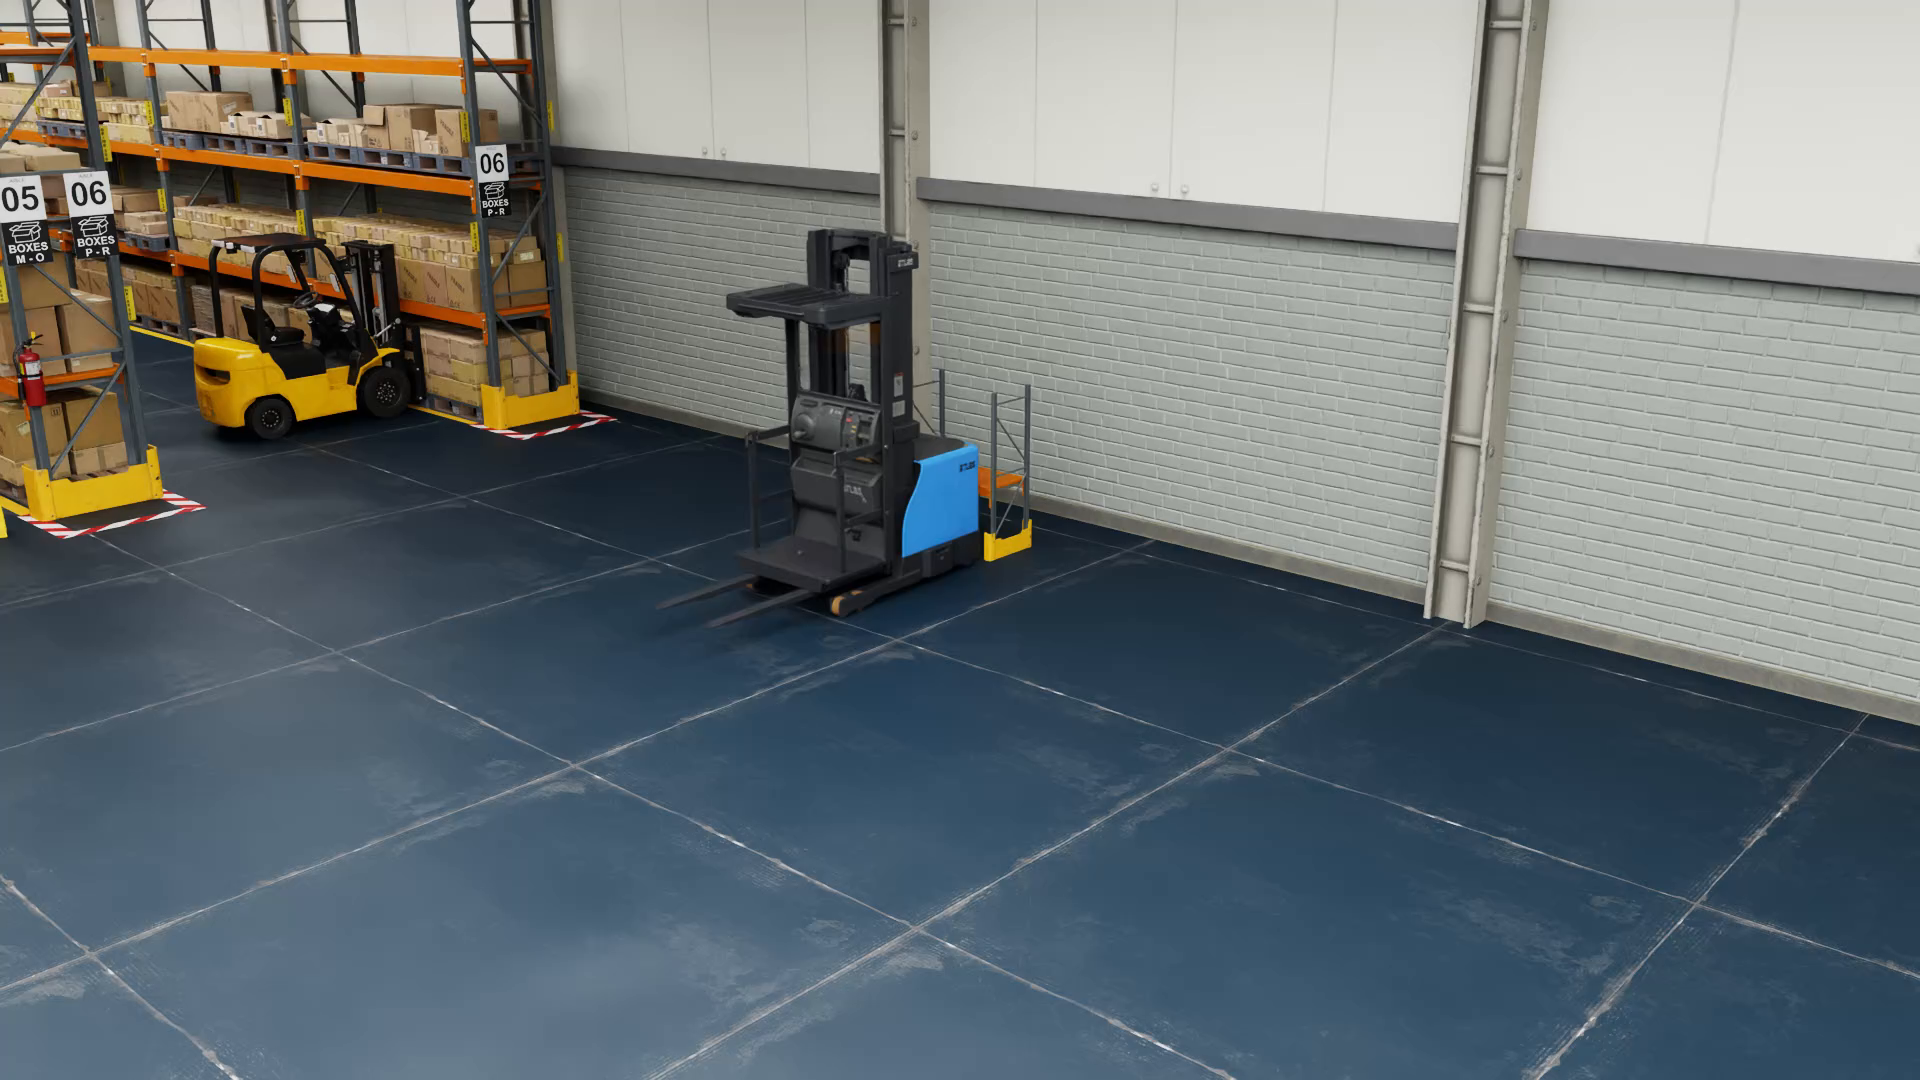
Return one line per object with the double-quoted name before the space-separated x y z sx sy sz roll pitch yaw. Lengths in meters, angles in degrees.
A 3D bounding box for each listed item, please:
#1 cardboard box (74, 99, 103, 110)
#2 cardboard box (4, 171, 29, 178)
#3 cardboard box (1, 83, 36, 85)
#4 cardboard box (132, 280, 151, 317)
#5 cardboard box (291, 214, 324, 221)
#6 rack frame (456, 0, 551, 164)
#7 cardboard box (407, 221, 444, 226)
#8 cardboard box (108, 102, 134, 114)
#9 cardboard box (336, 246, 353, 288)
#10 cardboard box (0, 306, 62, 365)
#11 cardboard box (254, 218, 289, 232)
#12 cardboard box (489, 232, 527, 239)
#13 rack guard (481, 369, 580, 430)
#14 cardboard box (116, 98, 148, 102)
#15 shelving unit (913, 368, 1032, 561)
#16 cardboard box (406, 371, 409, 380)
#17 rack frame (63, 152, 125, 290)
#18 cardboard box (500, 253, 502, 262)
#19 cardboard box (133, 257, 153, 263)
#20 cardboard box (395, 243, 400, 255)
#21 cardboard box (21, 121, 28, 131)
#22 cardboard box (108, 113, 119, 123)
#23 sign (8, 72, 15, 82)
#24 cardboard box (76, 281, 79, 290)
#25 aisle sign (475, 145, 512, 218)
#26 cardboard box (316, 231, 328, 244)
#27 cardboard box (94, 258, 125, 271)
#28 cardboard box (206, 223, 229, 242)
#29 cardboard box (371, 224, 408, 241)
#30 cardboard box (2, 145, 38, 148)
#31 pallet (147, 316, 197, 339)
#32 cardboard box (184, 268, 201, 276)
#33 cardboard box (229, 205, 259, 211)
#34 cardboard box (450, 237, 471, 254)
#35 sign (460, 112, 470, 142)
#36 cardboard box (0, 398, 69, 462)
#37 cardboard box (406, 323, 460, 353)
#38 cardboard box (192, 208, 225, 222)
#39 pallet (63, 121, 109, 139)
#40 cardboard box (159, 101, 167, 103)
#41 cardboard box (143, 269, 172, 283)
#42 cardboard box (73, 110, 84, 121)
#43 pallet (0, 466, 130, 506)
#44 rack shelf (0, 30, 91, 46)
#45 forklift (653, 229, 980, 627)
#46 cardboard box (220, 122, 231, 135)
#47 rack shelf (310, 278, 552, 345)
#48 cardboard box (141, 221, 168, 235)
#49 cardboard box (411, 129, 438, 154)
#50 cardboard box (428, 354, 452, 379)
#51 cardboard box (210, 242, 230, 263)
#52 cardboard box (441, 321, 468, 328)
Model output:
"cardboard box" -13.132 -6.579 25.128 0.250 0.149 0.380 15 23 40
"cardboard box" -8.952 -3.291 15.457 0.500 0.250 0.500 15 23 39
"cardboard box" -16.159 -7.693 28.502 0.500 0.250 0.500 14 22 38
"cardboard box" -12.302 -3.731 25.486 0.500 0.500 0.500 16 24 42
"cardboard box" -8.937 -4.370 22.824 0.250 0.149 0.380 15 23 39
"rack frame" -5.099 -5.732 18.435 0.127 3.000 1.000 15 23 39
"cardboard box" -6.715 -3.914 20.895 0.250 0.149 0.380 15 23 39
"cardboard box" -12.316 -6.381 24.537 0.250 0.149 0.380 14 23 38
"cardboard box" -7.531 -3.474 21.074 0.500 0.500 0.500 16 23 40
"cardboard box" -8.979 -1.985 15.889 0.500 0.500 0.500 15 23 38
"cardboard box" -9.285 -4.249 22.443 0.250 0.149 0.380 14 23 38
"cardboard box" -5.365 -3.555 19.762 0.250 0.149 0.380 16 24 41
"rack guard" -5.081 -1.676 19.706 0.348 0.500 1.175 15 23 39
"cardboard box" -12.602 -6.644 25.332 0.250 0.149 0.380 16 23 41
"shelving unit" 0.057 -0.700 14.975 1.083 1.500 0.587 15 23 39
"cardboard box" -6.797 -2.089 20.724 0.500 0.250 0.500 16 24 41
"rack frame" -14.074 -5.282 26.935 0.127 3.000 1.000 15 23 39
"cardboard box" -5.407 -3.391 19.740 0.250 0.149 0.380 15 23 39
"cardboard box" -13.010 -4.447 26.671 0.250 0.149 0.380 14 22 37
"cardboard box" -6.647 -3.558 20.265 0.250 0.149 0.380 15 23 39
"cardboard box" -14.915 -6.703 26.869 0.250 0.149 0.380 16 24 41
"cardboard box" -12.452 -6.308 24.798 0.250 0.149 0.380 16 24 41
"sign" -16.682 -8.058 29.261 0.005 0.325 0.100 15 23 39
"cardboard box" -14.686 -4.169 27.446 0.250 0.149 0.380 14 22 38
"aisle sign" -5.244 -4.032 18.699 0.004 0.787 0.394 15 23 39
"cardboard box" -8.027 -3.909 21.371 0.250 0.149 0.380 15 23 38
"cardboard box" -13.524 -4.381 26.460 0.250 0.149 0.380 14 22 36
"cardboard box" -10.159 -4.291 23.235 0.500 0.250 0.500 14 23 38
"cardboard box" -7.033 -3.803 20.544 0.250 0.149 0.380 15 23 39
"cardboard box" -9.394 -3.834 16.510 0.250 0.149 0.380 16 24 41
"pallet" -11.615 -3.308 25.325 1.213 0.211 1.003 15 23 39
"cardboard box" -11.685 -4.063 25.460 0.250 0.149 0.380 15 23 40
"cardboard box" -10.281 -4.723 23.936 0.250 0.149 0.380 15 23 39
"cardboard box" -5.712 -3.438 19.395 0.250 0.149 0.380 15 23 39
"sign" -5.469 -4.567 18.389 0.005 0.325 0.100 15 23 39
"cardboard box" -9.163 -1.098 16.362 0.500 0.500 0.500 15 23 40
"cardboard box" -6.420 -2.461 20.244 0.500 0.250 0.500 15 23 40
"cardboard box" -10.630 -4.606 23.567 0.250 0.149 0.380 16 24 41
"pallet" -12.855 -6.268 25.393 1.003 0.211 1.213 15 23 39
"cardboard box" -11.762 -6.455 24.770 0.250 0.149 0.380 16 24 41
"cardboard box" -12.179 -4.013 25.301 0.250 0.149 0.380 16 24 41
"cardboard box" -13.165 -6.432 25.156 0.250 0.149 0.380 16 23 41
"pallet" -9.032 -0.606 16.811 1.213 0.211 1.003 15 23 39
"rack shelf" -15.570 -8.199 27.402 4.000 0.370 1.077 15 23 39
"forklift" -1.152 -0.951 13.400 1.130 2.935 3.031 14 22 38
"cardboard box" -9.691 -5.541 22.346 0.250 0.149 0.380 15 23 39
"rack shelf" -6.595 -2.931 20.717 4.000 0.370 1.077 15 23 39
"cardboard box" -11.828 -4.604 24.521 0.250 0.149 0.380 16 23 40
"cardboard box" -6.110 -4.635 19.299 0.258 0.266 0.396 15 23 39
"cardboard box" -6.038 -2.131 20.030 0.500 0.250 0.500 15 23 39
"cardboard box" -10.150 -4.059 23.329 0.500 0.250 0.500 14 22 38
"cardboard box" -6.076 -2.580 20.621 0.500 0.250 0.500 15 23 39
